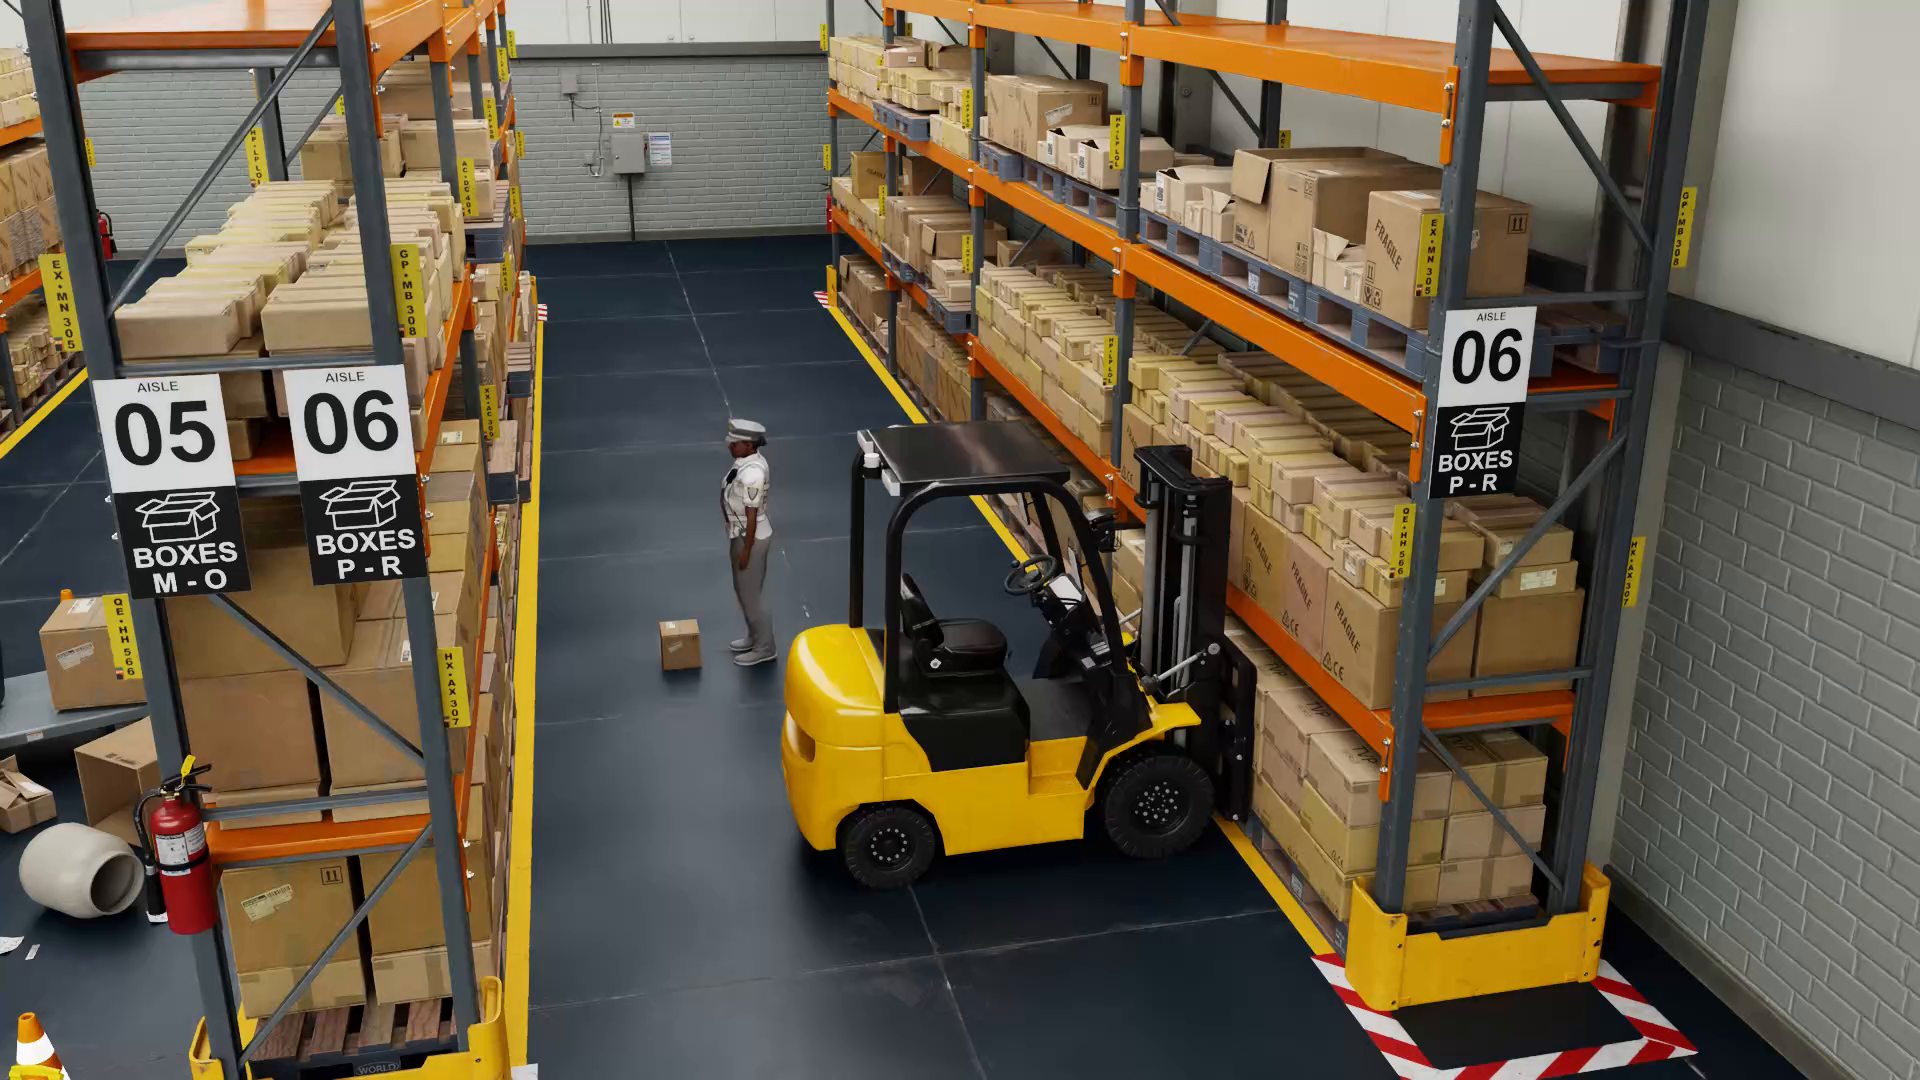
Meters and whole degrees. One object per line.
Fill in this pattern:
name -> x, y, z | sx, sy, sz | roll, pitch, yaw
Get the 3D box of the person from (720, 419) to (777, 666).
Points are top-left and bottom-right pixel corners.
person -> -1.414, 0.007, 11.052 | 0.341, 1.671, 0.437 | -4, 20, -11
